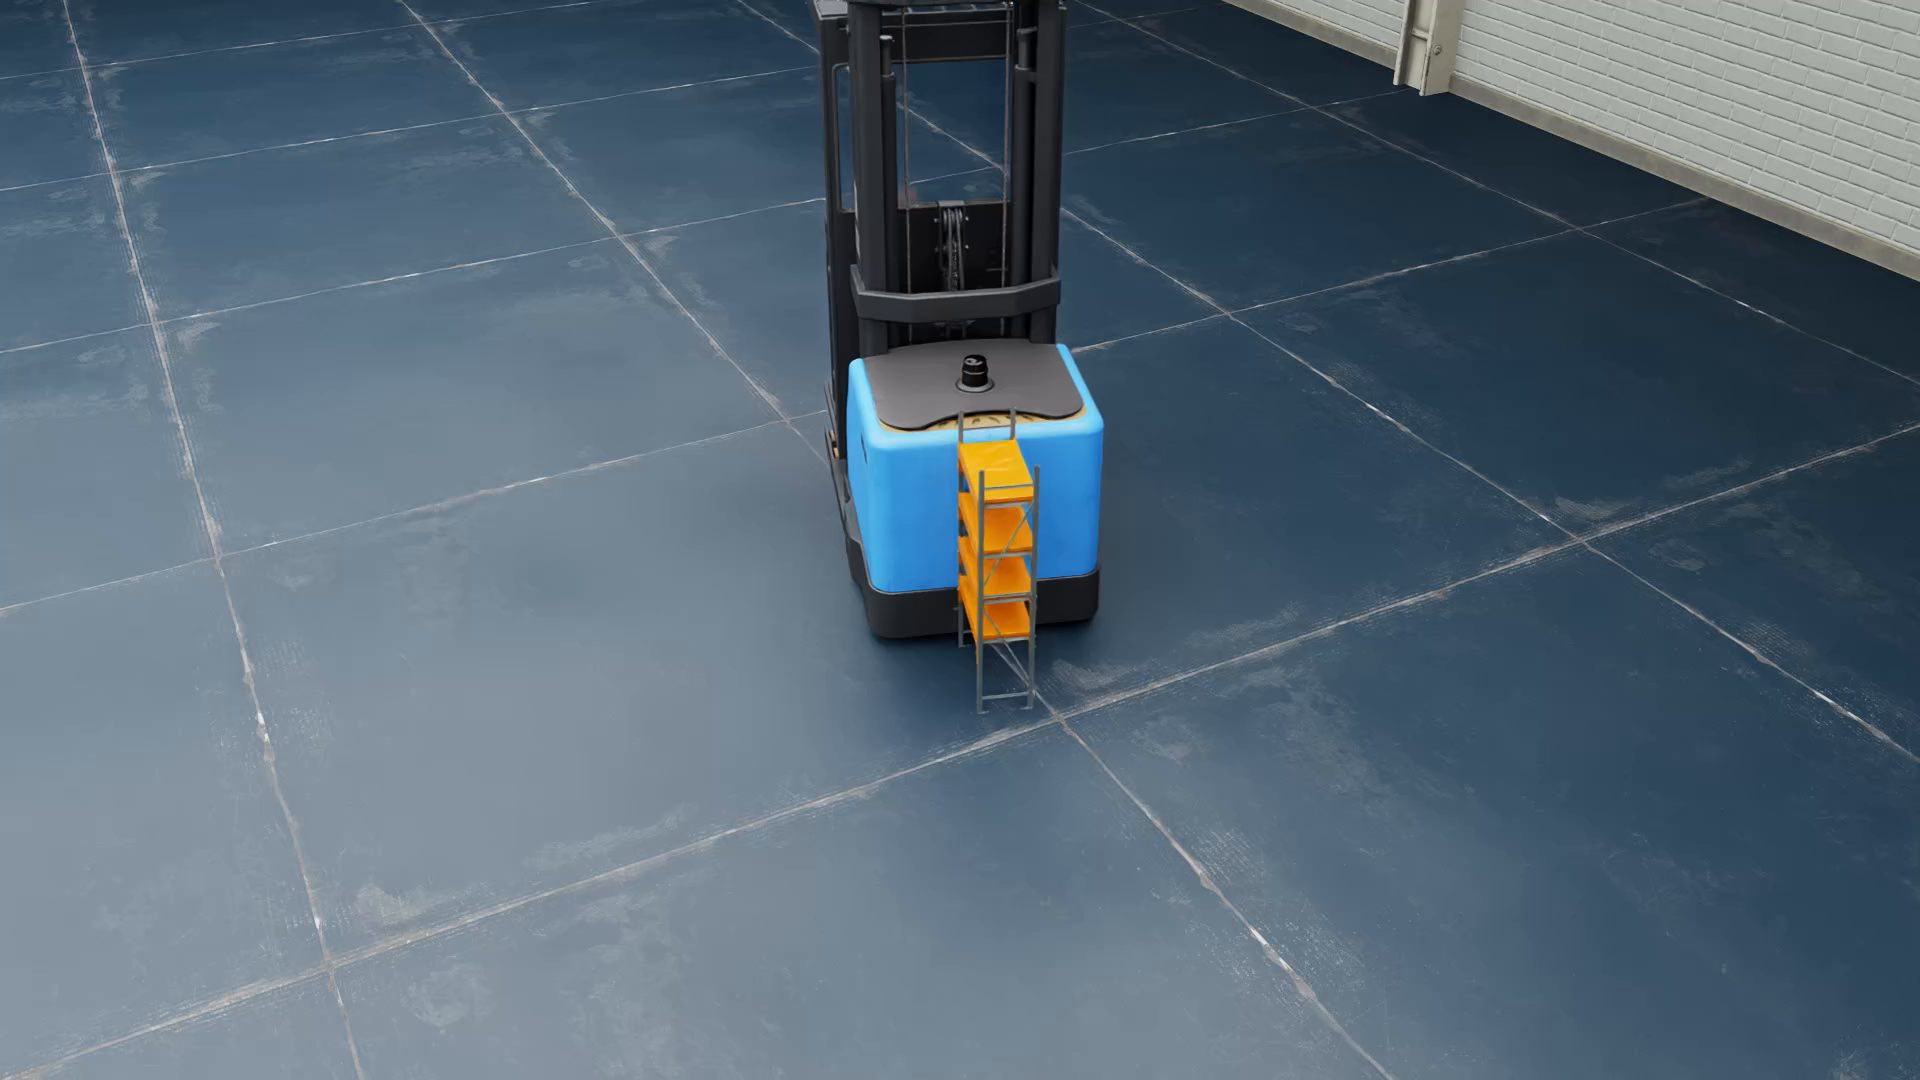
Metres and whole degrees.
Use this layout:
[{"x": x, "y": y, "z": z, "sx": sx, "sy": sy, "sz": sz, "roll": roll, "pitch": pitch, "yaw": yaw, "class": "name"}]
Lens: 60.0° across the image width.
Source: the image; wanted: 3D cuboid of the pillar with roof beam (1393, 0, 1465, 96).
[{"x": 0.175, "y": -6.616, "z": 10.234, "sx": 9.100, "sy": 9.000, "sz": 0.400, "roll": -16, "pitch": 36, "yaw": -23, "class": "pillar with roof beam"}]

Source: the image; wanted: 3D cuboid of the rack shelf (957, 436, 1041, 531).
[{"x": 0.152, "y": -0.234, "z": 6.774, "sx": 0.258, "sy": 0.148, "sz": 0.480, "roll": -5, "pitch": 33, "yaw": -8, "class": "rack shelf"}]

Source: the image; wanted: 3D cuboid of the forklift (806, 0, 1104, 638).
[{"x": -0.118, "y": -1.577, "z": 7.995, "sx": 1.130, "sy": 2.935, "sz": 3.031, "roll": -5, "pitch": 33, "yaw": -8, "class": "forklift"}]

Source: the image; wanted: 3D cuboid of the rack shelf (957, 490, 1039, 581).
[{"x": 0.152, "y": -0.034, "z": 6.902, "sx": 0.258, "sy": 0.148, "sz": 0.480, "roll": -5, "pitch": 33, "yaw": -8, "class": "rack shelf"}]

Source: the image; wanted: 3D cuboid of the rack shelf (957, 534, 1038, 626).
[{"x": 0.152, "y": 0.154, "z": 7.022, "sx": 0.258, "sy": 0.148, "sz": 0.480, "roll": -5, "pitch": 33, "yaw": -8, "class": "rack shelf"}]

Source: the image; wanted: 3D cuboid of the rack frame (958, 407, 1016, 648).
[{"x": 0.112, "y": -0.033, "z": 7.189, "sx": 0.240, "sy": 1.200, "sz": 0.015, "roll": -5, "pitch": 33, "yaw": -8, "class": "rack frame"}]

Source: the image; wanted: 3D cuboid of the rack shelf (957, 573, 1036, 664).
[{"x": 0.152, "y": 0.321, "z": 7.129, "sx": 0.258, "sy": 0.148, "sz": 0.480, "roll": -5, "pitch": 33, "yaw": -8, "class": "rack shelf"}]

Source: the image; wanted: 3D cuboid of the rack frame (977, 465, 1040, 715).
[{"x": 0.192, "y": 0.227, "z": 6.783, "sx": 0.240, "sy": 1.200, "sz": 0.015, "roll": -5, "pitch": 33, "yaw": -8, "class": "rack frame"}]

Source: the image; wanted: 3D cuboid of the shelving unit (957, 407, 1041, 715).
[{"x": 0.152, "y": 0.097, "z": 6.986, "sx": 0.258, "sy": 1.200, "sz": 0.503, "roll": -5, "pitch": 33, "yaw": -8, "class": "shelving unit"}]
